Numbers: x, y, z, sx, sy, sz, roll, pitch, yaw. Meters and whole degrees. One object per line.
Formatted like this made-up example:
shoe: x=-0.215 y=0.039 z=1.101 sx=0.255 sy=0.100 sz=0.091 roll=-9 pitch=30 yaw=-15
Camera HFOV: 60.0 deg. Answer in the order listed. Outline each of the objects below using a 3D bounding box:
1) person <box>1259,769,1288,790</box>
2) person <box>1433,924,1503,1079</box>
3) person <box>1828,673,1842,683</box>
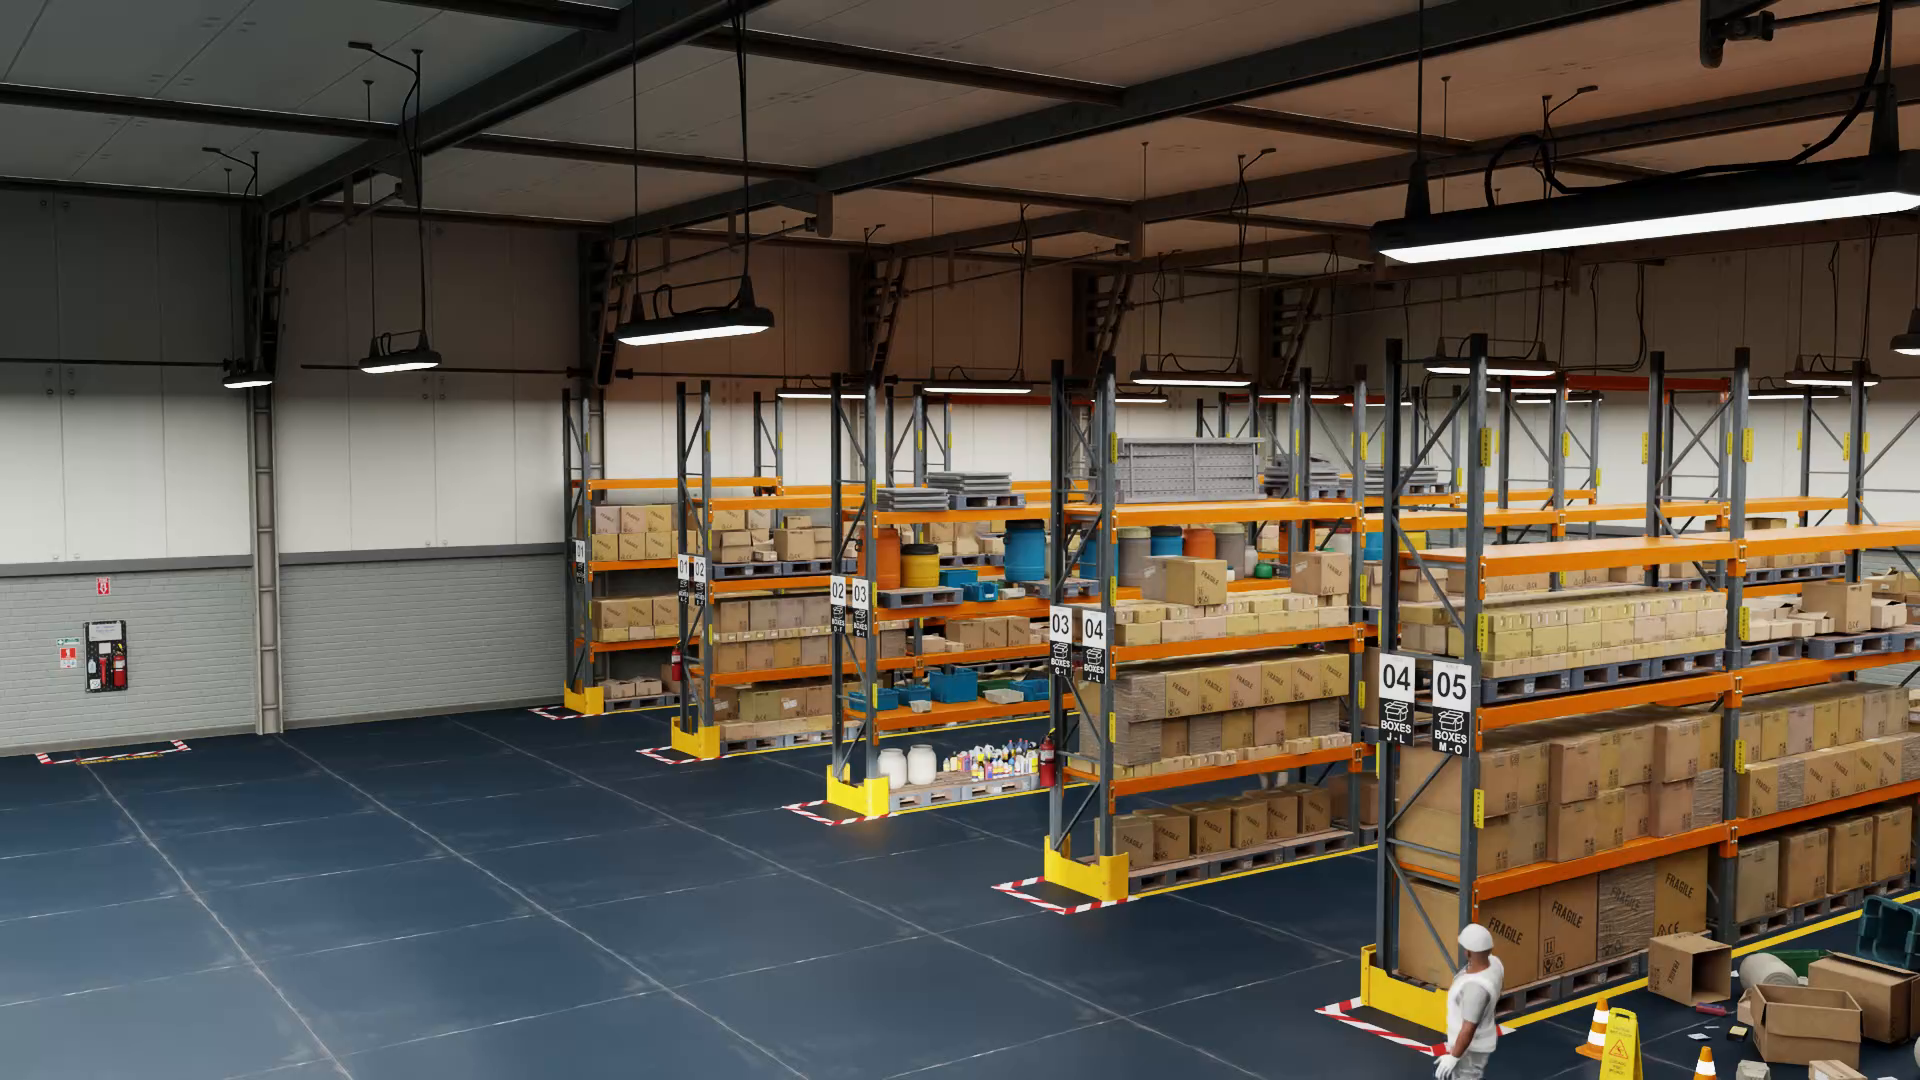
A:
person: x=4.227 y=2.855 z=22.569 sx=0.530 sy=1.706 sz=0.722 roll=0 pitch=4 yaw=-4
person: x=3.545 y=3.538 z=11.615 sx=0.441 sy=1.807 sz=0.683 roll=1 pitch=4 yaw=21
person: x=13.233 y=2.765 z=25.134 sx=0.805 sy=1.557 sz=0.496 roll=-3 pitch=5 yaw=-36
